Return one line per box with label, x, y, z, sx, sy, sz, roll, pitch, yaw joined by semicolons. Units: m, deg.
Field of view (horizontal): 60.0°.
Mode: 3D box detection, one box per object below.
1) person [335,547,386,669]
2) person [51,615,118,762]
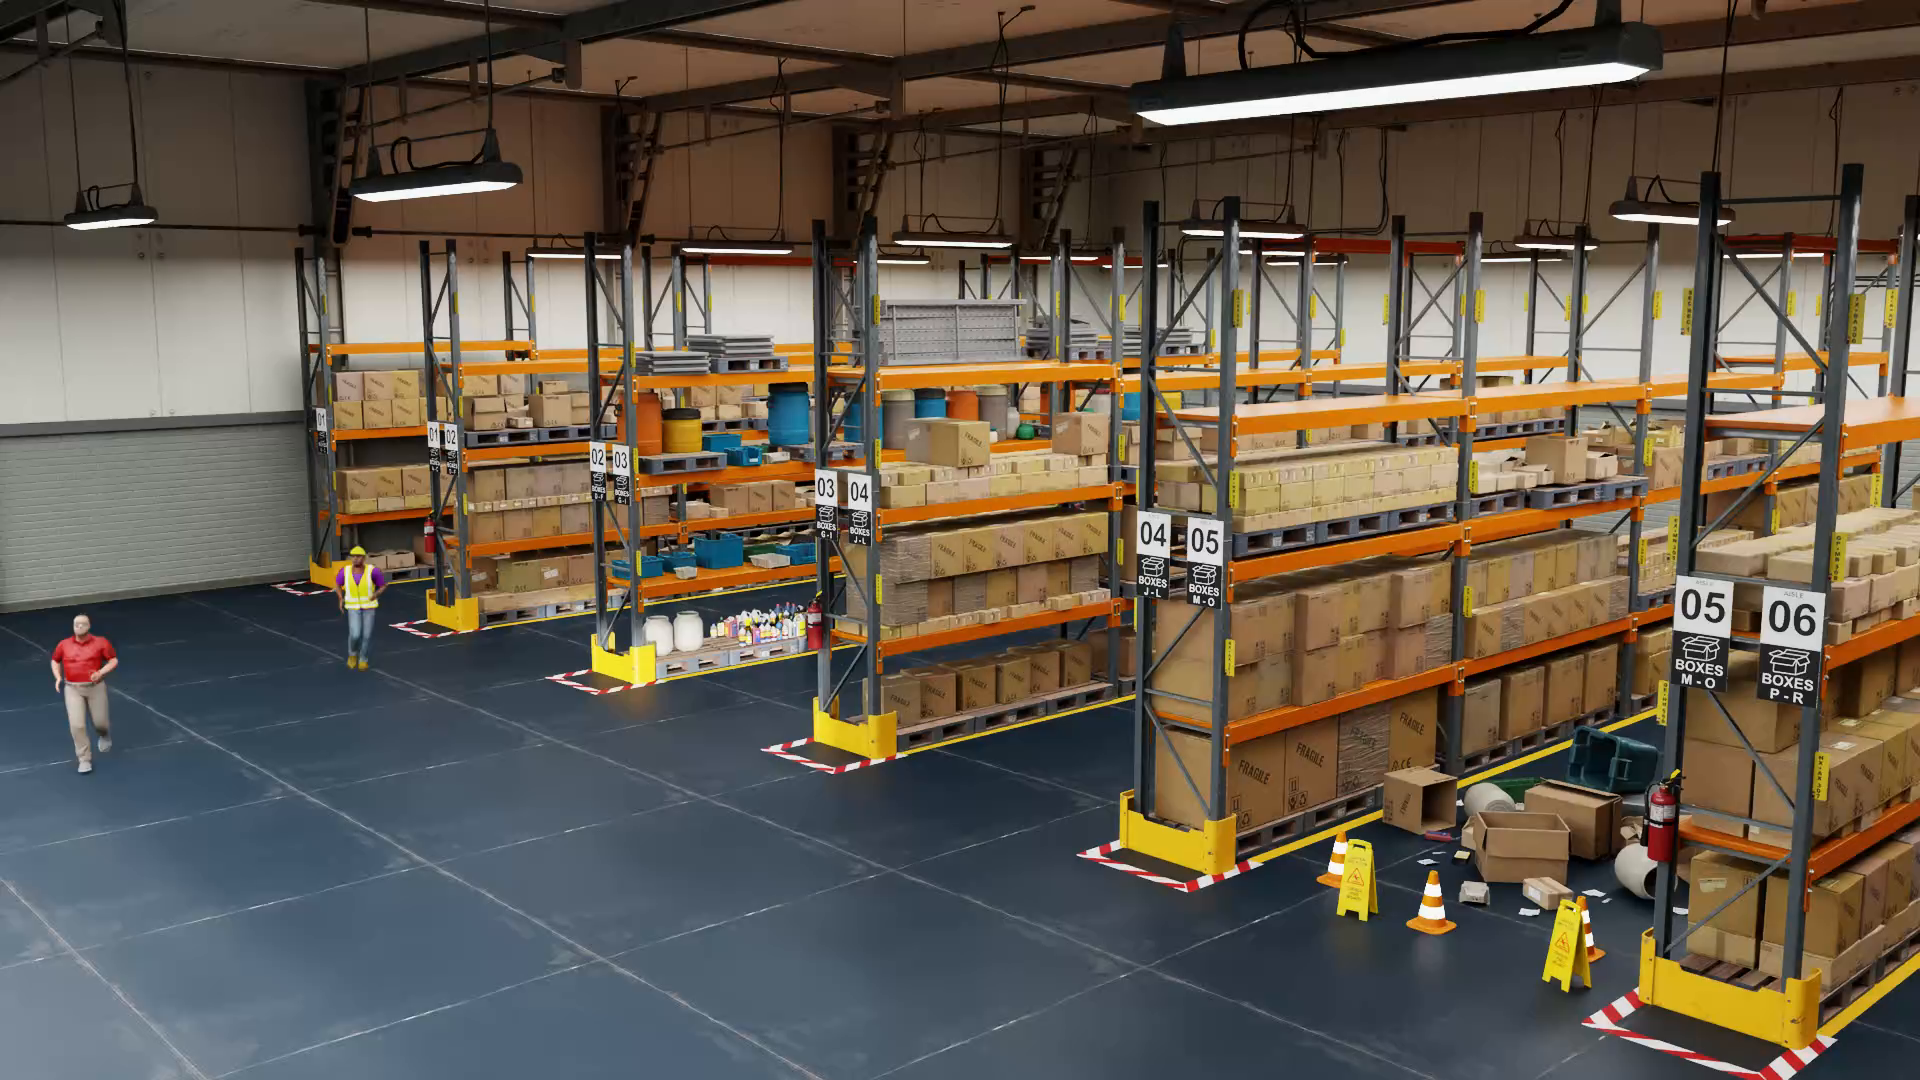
person;-8.252;0.949;22.924;0.676;1.729;0.614;-3;9;-18
person;-9.634;1.624;18.316;0.674;1.621;0.693;-3;9;-21
